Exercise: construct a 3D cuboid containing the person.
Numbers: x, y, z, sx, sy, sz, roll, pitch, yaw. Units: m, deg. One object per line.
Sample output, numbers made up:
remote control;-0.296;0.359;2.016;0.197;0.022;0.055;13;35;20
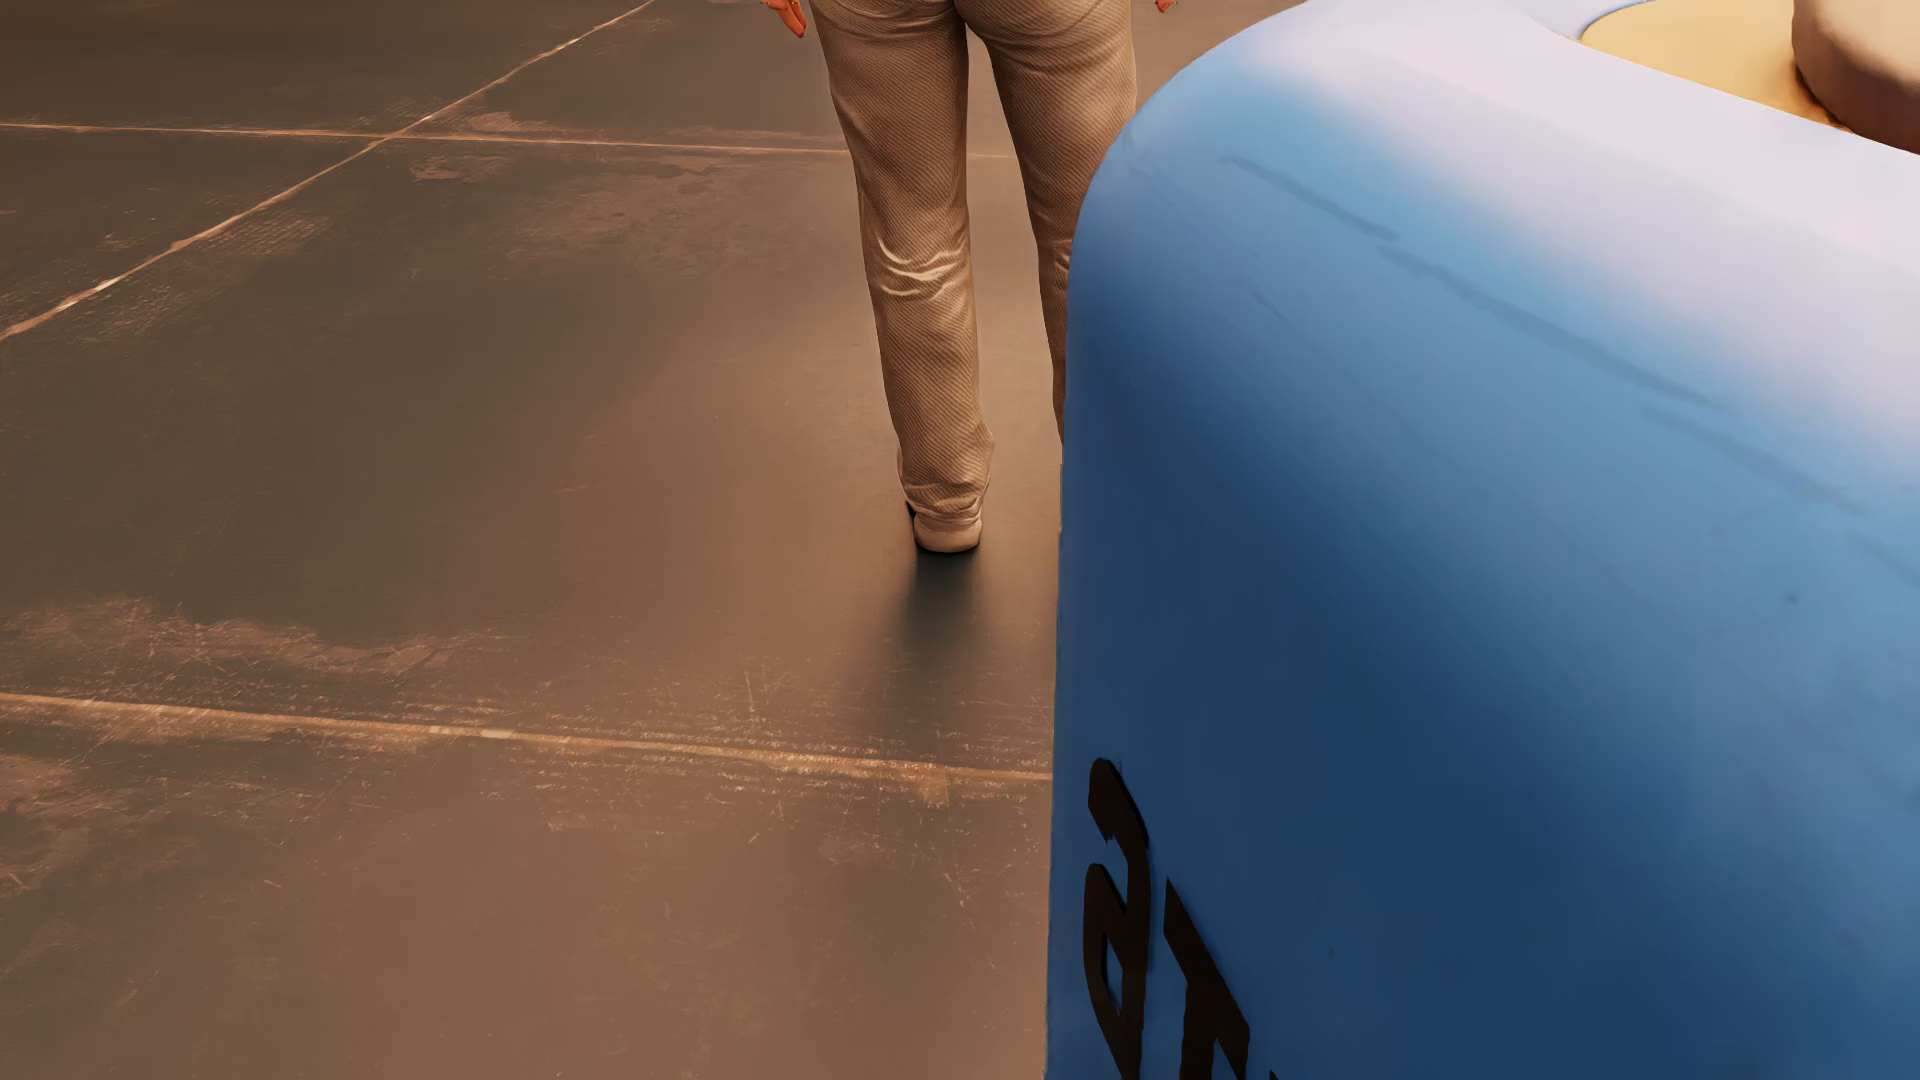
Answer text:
person;0.016;-0.828;2.156;0.633;1.775;0.566;3;27;7
